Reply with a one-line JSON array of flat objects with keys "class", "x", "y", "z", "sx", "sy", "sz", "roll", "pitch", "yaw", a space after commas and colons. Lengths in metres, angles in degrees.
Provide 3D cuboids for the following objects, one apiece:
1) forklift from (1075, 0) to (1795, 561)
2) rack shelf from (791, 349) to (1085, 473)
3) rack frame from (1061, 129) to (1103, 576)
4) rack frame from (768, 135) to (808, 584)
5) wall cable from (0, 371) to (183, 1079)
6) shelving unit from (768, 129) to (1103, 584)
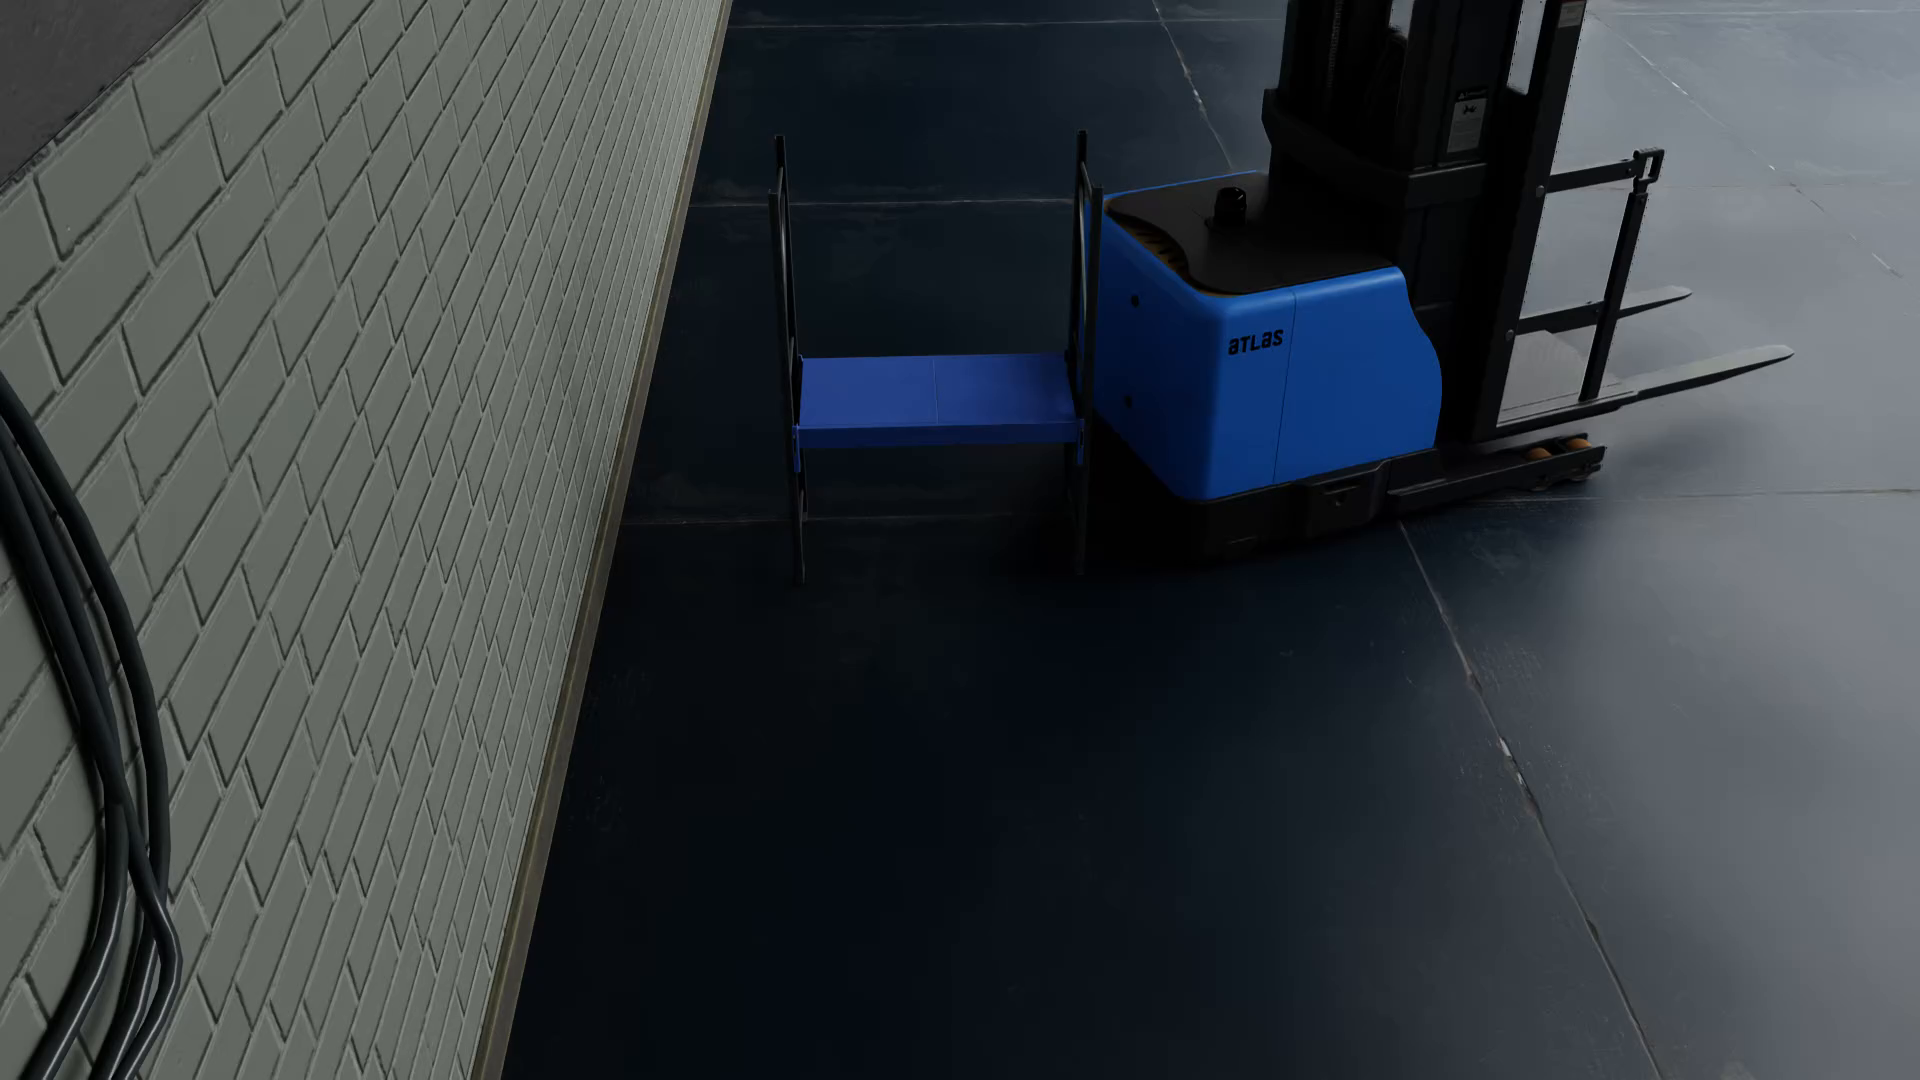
[{"class": "forklift", "x": 1.992, "y": -1.661, "z": 6.075, "sx": 3.031, "sy": 2.935, "sz": 1.130, "roll": -13, "pitch": 37, "yaw": -18}, {"class": "rack shelf", "x": -0.085, "y": -0.467, "z": 5.922, "sx": 1.000, "sy": 0.185, "sz": 0.538, "roll": -2, "pitch": 35, "yaw": -2}, {"class": "rack frame", "x": 0.423, "y": -0.628, "z": 5.840, "sx": 0.032, "sy": 1.500, "sz": 0.500, "roll": -2, "pitch": 35, "yaw": -2}, {"class": "rack frame", "x": -0.593, "y": -0.601, "z": 5.800, "sx": 0.032, "sy": 1.500, "sz": 0.500, "roll": -2, "pitch": 35, "yaw": -2}, {"class": "wall cable", "x": -1.035, "y": 0.353, "z": 0.561, "sx": 0.112, "sy": 2.526, "sz": 3.097, "roll": -2, "pitch": 35, "yaw": -2}, {"class": "shelving unit", "x": -0.085, "y": -0.614, "z": 5.820, "sx": 1.048, "sy": 1.500, "sz": 0.538, "roll": -2, "pitch": 35, "yaw": -2}]
